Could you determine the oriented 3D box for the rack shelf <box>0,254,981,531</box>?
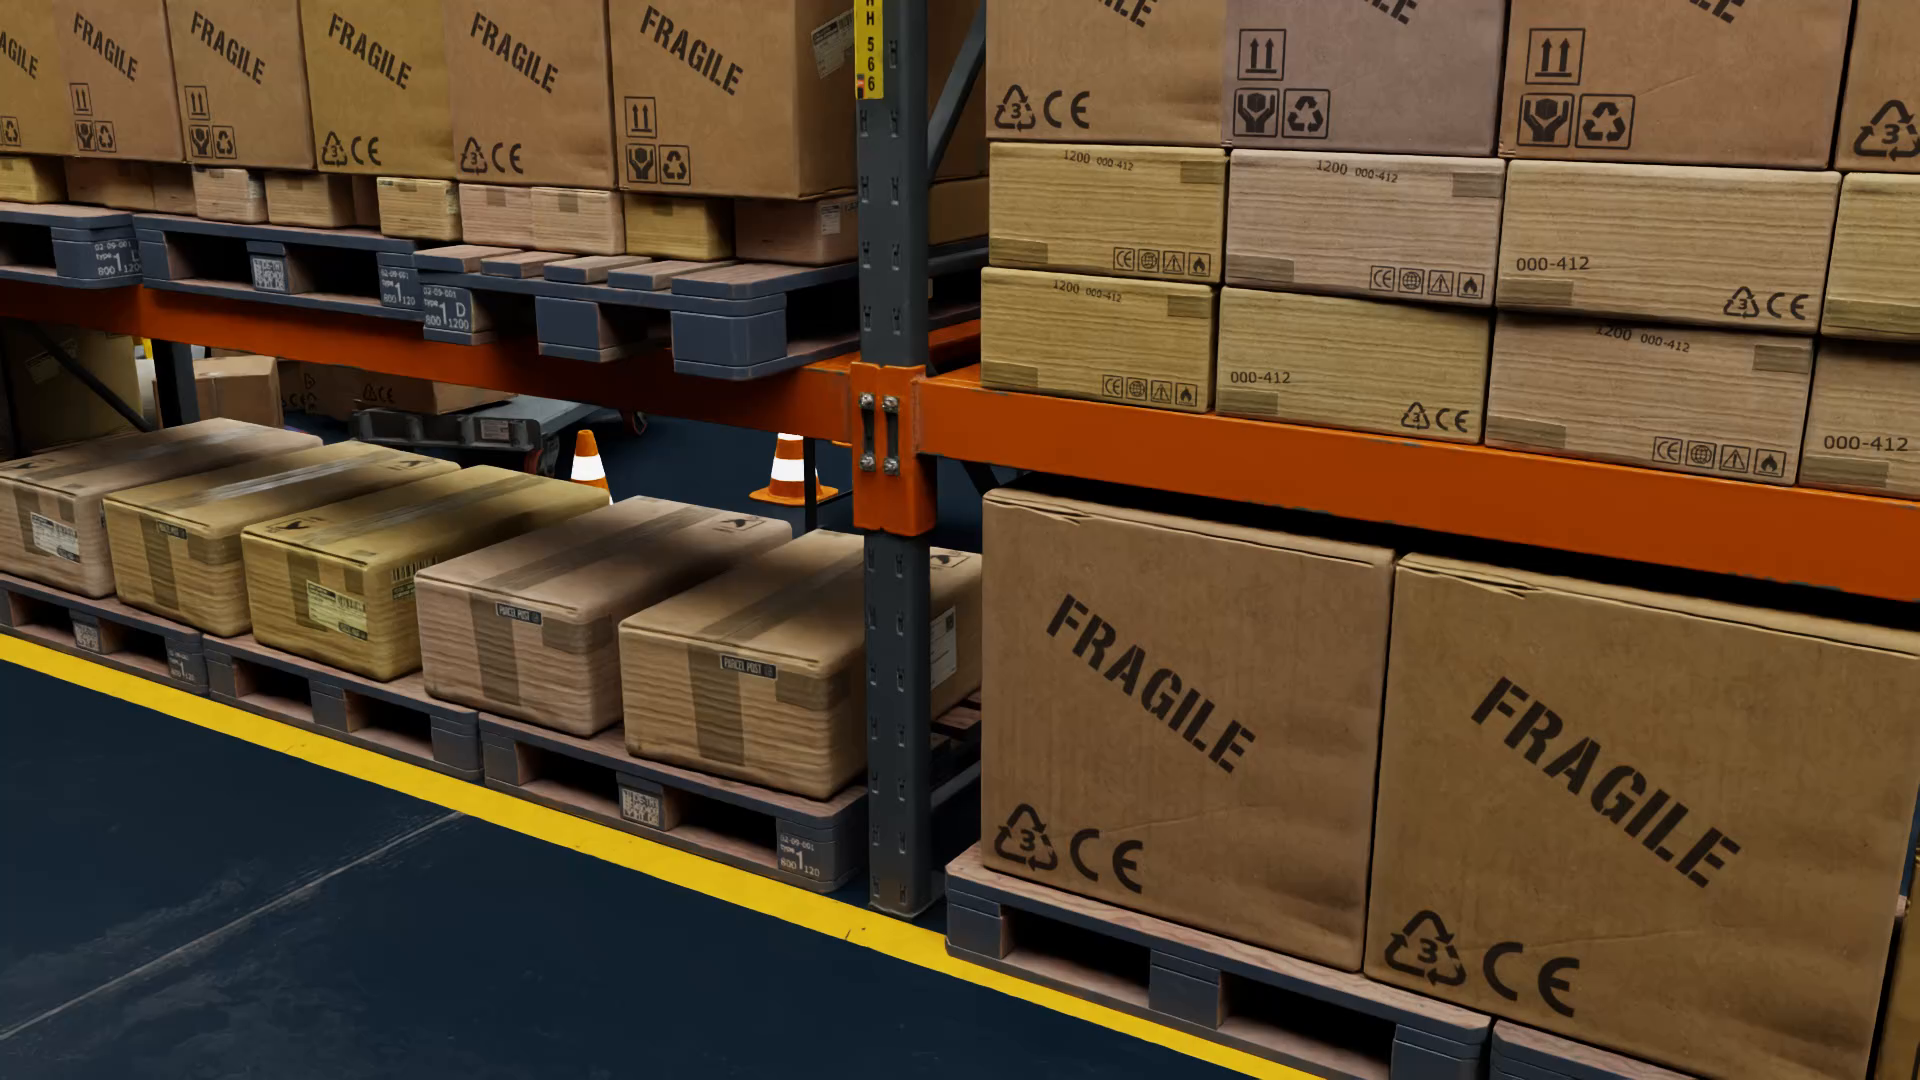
[{"bbox_3d":[-1.608,-0.626,5.020,4.000,0.370,1.077,10,20,30],"label":"rack shelf"}]

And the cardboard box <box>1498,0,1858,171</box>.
[{"bbox_3d":[1.249,-0.901,2.796,0.500,0.500,0.500,11,20,32],"label":"cardboard box"}]

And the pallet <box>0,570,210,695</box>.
[{"bbox_3d":[-2.649,0.178,5.934,1.213,0.211,1.003,10,20,30],"label":"pallet"}]

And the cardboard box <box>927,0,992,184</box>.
[{"bbox_3d":[-0.167,-1.183,4.209,0.500,0.500,0.500,9,19,29],"label":"cardboard box"}]

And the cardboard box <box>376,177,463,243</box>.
[{"bbox_3d":[-1.263,-0.867,4.286,0.250,0.149,0.380,11,20,31],"label":"cardboard box"}]

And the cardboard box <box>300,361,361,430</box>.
[{"bbox_3d":[-3.098,-0.973,8.986,0.503,0.637,0.797,10,20,30],"label":"cardboard box"}]

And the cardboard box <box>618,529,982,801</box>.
[{"bbox_3d":[-0.380,0.302,4.526,0.625,0.372,0.950,9,19,26],"label":"cardboard box"}]

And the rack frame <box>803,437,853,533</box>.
[{"bbox_3d":[-0.506,-0.808,6.960,0.032,1.500,0.500,10,20,30],"label":"rack frame"}]

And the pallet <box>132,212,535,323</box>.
[{"bbox_3d":[-1.612,-0.866,4.900,1.213,0.211,1.003,10,20,30],"label":"pallet"}]

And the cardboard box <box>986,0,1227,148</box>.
[{"bbox_3d":[0.388,-1.057,3.308,0.500,0.500,0.500,9,19,28],"label":"cardboard box"}]

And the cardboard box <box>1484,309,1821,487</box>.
[{"bbox_3d":[1.272,-0.303,2.975,0.500,0.250,0.500,11,20,32],"label":"cardboard box"}]

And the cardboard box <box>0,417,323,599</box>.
[{"bbox_3d":[-2.864,-0.139,5.977,0.625,0.372,0.950,10,20,31],"label":"cardboard box"}]

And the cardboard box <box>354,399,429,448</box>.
[{"bbox_3d":[-2.884,-0.622,8.472,0.396,0.266,0.258,-2,17,-8],"label":"cardboard box"}]

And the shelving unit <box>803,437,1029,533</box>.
[{"bbox_3d":[-0.073,-0.731,6.706,1.048,1.500,0.538,10,20,30],"label":"shelving unit"}]

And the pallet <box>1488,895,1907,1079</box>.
[{"bbox_3d":[1.764,0.992,3.251,1.213,0.211,1.003,10,20,30],"label":"pallet"}]

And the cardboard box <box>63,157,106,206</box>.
[{"bbox_3d":[-2.517,-1.129,5.146,0.250,0.149,0.380,12,20,34],"label":"cardboard box"}]

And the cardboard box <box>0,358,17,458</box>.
[{"bbox_3d":[-3.957,-0.542,6.224,0.500,0.500,0.500,10,19,29],"label":"cardboard box"}]

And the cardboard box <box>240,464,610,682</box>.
[{"bbox_3d":[-1.657,0.075,5.273,0.625,0.372,0.950,11,20,32],"label":"cardboard box"}]

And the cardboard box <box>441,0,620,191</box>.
[{"bbox_3d":[-0.883,-1.134,4.046,0.500,0.500,0.500,10,19,29],"label":"cardboard box"}]

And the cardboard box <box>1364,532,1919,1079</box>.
[{"bbox_3d":[1.399,0.412,3.298,0.875,0.875,0.875,10,20,31],"label":"cardboard box"}]

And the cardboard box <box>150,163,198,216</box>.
[{"bbox_3d":[-2.110,-1.041,4.858,0.250,0.149,0.380,10,20,30],"label":"cardboard box"}]

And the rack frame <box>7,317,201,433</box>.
[{"bbox_3d":[-3.313,-1.275,5.917,0.127,3.000,1.000,10,20,30],"label":"rack frame"}]

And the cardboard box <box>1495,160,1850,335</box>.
[{"bbox_3d":[1.256,-0.538,2.889,0.500,0.250,0.500,10,20,30],"label":"cardboard box"}]

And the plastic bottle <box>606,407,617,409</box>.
[{"bbox_3d":[-1.834,-0.778,9.338,0.283,0.061,0.133,0,17,1],"label":"plastic bottle"}]

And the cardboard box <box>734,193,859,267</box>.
[{"bbox_3d":[-0.307,-0.739,3.862,0.250,0.149,0.380,11,20,32],"label":"cardboard box"}]

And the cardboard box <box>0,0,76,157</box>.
[{"bbox_3d":[-2.636,-1.448,5.079,0.500,0.500,0.500,10,20,30],"label":"cardboard box"}]

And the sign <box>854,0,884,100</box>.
[{"bbox_3d":[-0.180,-1.047,3.310,0.005,0.325,0.100,10,20,30],"label":"sign"}]

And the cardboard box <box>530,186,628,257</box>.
[{"bbox_3d":[-0.811,-0.789,4.027,0.250,0.149,0.380,10,20,30],"label":"cardboard box"}]

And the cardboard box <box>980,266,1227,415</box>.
[{"bbox_3d":[0.381,-0.458,3.486,0.500,0.250,0.500,10,19,29],"label":"cardboard box"}]

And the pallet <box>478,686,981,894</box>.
[{"bbox_3d":[-0.569,0.549,4.712,1.213,0.211,1.003,10,20,30],"label":"pallet"}]

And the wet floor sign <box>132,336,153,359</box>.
[{"bbox_3d":[-5.278,-1.512,10.749,0.232,0.644,0.267,7,18,21],"label":"wet floor sign"}]

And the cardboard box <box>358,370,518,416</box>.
[{"bbox_3d":[-2.407,-0.886,7.637,0.500,0.500,0.500,10,20,30],"label":"cardboard box"}]

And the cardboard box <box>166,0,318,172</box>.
[{"bbox_3d":[-1.779,-1.293,4.572,0.500,0.500,0.500,9,19,28],"label":"cardboard box"}]

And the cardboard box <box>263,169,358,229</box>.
[{"bbox_3d":[-1.668,-0.955,4.573,0.250,0.149,0.380,9,19,28],"label":"cardboard box"}]

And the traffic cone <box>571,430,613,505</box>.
[{"bbox_3d":[-1.523,-0.219,6.806,0.334,0.463,0.336,10,20,30],"label":"traffic cone"}]

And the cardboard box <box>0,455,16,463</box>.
[{"bbox_3d":[-3.957,-0.183,6.332,0.500,0.250,0.500,11,20,33],"label":"cardboard box"}]

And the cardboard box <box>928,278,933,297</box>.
[{"bbox_3d":[-0.232,-1.568,10.032,0.750,0.750,1.050,10,20,30],"label":"cardboard box"}]

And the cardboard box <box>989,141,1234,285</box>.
[{"bbox_3d":[0.398,-0.696,3.408,0.500,0.250,0.500,10,20,30],"label":"cardboard box"}]
